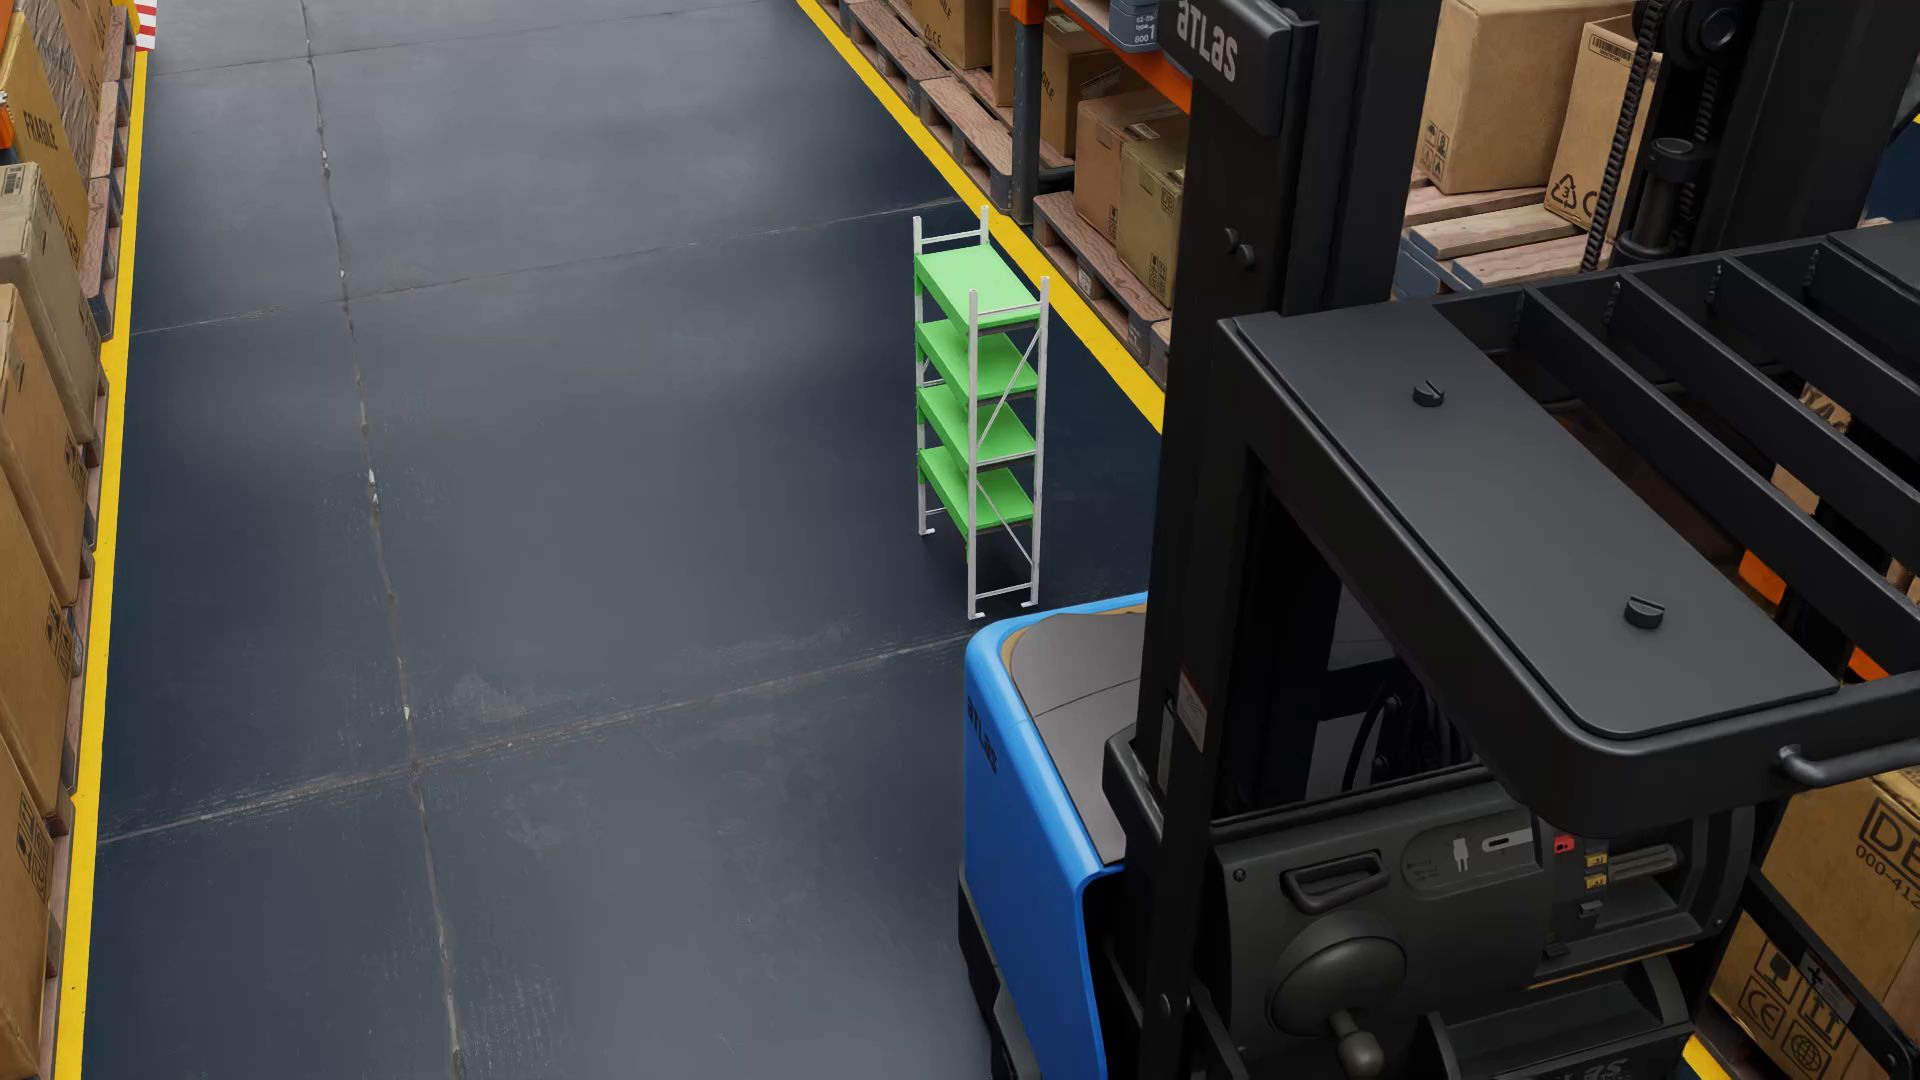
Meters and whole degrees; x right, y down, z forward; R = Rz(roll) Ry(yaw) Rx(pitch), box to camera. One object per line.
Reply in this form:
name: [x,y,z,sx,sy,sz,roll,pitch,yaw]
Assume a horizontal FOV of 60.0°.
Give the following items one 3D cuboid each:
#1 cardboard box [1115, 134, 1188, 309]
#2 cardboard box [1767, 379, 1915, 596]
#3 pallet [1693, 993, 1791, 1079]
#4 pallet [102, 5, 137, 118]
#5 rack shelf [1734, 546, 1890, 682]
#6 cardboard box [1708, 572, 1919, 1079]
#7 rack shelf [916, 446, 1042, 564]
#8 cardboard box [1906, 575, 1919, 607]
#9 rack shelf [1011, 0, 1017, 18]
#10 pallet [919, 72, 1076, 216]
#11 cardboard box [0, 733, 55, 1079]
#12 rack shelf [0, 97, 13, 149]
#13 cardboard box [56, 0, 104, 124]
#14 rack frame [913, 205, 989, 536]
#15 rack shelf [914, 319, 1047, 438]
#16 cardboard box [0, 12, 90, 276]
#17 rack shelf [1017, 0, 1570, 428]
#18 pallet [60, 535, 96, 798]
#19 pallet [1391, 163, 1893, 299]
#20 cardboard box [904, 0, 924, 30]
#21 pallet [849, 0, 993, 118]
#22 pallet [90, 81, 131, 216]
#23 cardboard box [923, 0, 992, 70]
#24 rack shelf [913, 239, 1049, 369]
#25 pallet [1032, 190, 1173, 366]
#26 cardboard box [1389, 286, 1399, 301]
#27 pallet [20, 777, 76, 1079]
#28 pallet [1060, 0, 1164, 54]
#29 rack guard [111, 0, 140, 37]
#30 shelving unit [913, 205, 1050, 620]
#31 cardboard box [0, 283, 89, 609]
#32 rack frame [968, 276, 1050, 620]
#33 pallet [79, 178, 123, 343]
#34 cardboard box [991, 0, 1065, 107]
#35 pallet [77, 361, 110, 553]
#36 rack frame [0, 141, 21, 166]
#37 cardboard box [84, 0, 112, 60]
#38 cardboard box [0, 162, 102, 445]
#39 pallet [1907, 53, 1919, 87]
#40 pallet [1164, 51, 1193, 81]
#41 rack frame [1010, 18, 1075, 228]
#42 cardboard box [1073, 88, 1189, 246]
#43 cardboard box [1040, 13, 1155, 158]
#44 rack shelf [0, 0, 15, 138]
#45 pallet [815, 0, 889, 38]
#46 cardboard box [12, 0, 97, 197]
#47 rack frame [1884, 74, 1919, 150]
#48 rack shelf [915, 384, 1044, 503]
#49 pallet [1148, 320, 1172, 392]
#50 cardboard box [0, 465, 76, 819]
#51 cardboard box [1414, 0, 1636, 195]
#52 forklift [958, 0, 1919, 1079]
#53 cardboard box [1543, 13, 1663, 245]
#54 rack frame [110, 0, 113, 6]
cardboard box: [1.063,-1.327,6.730,0.700,0.500,0.500,-13,39,-16]
cardboard box: [2.013,-0.224,3.471,0.500,0.500,0.500,-11,38,-15]
pallet: [2.302,1.060,4.167,1.003,0.211,1.213,-12,39,-16]
pallet: [-4.995,-2.515,8.913,1.003,0.211,1.213,-12,39,-16]
rack shelf: [2.790,0.903,2.657,1.077,0.370,4.000,-12,39,-16]
cardboard box: [2.320,0.561,3.930,1.225,0.875,0.875,-14,39,-18]
rack shelf: [0.057,-0.143,5.448,0.258,0.148,0.480,-12,39,-16]
cardboard box: [2.193,0.067,3.084,0.500,0.500,0.500,-13,39,-17]
rack shelf: [0.037,-3.617,8.656,1.077,0.370,4.000,-12,39,-16]
pallet: [0.461,-2.032,8.273,1.003,0.211,1.213,-12,39,-16]
cardboard box: [-2.715,0.823,3.684,1.050,0.750,0.750,-13,39,-17]
rack shelf: [-3.278,-0.387,4.369,1.077,0.370,4.000,-12,39,-16]
cardboard box: [-4.743,-2.517,8.015,0.875,0.875,0.875,-13,39,-17]
rack frame: [-0.027,-0.524,5.448,0.240,1.200,0.015,-12,39,-16]
rack shelf: [0.057,-0.526,5.159,0.258,0.148,0.480,-12,39,-16]
cardboard box: [-4.117,-1.493,6.656,0.875,0.875,0.875,-12,39,-15]
rack shelf: [1.413,-1.357,5.656,1.077,0.370,4.000,-12,39,-16]
pallet: [-3.207,0.420,5.017,1.003,0.211,1.213,-12,39,-16]
pallet: [1.756,-0.818,4.503,1.213,0.211,1.003,-12,39,-16]
cardboard box: [-0.017,-3.159,9.179,0.500,0.500,0.500,-9,38,-12]
pallet: [0.037,-2.723,9.189,1.003,0.211,1.213,-12,39,-16]
pallet: [-4.579,-1.827,8.000,1.003,0.211,1.213,-12,39,-16]
cardboard box: [0.133,-2.834,8.748,0.500,0.500,0.500,-16,40,-20]
rack shelf: [0.057,-0.718,5.015,0.258,0.148,0.480,-12,39,-16]
pallet: [0.994,-1.221,7.195,1.003,0.211,1.213,-12,39,-16]
cardboard box: [1.651,-0.661,5.223,0.500,0.250,0.500,-8,38,-11]
pallet: [-2.791,1.108,4.103,1.003,0.211,1.213,-12,39,-16]
pallet: [0.852,-2.236,6.384,1.003,0.211,1.213,-12,39,-16]
rack guard: [-5.351,-3.079,9.422,1.175,0.500,0.348,-12,39,-16]
shelving unit: [0.057,-0.386,5.265,0.258,1.200,0.503,-12,39,-16]
cardboard box: [-3.340,-0.196,5.038,1.050,0.750,0.750,-12,39,-16]
rack frame: [0.141,-0.248,5.082,0.240,1.200,0.015,-12,39,-16]
pallet: [-4.155,-1.136,7.083,1.003,0.211,1.213,-12,39,-16]
cardboard box: [0.421,-2.500,8.304,0.500,0.500,0.500,-1,37,-1]
pallet: [-3.630,-0.270,5.933,1.003,0.211,1.213,-12,39,-16]
rack frame: [-3.967,-1.804,5.652,1.000,3.000,0.127,-12,39,-16]
cardboard box: [-5.048,-3.014,8.675,0.875,0.875,0.875,-12,39,-16]
cardboard box: [-3.669,-0.741,5.762,1.050,0.750,0.750,-13,39,-16]
pallet: [5.682,-2.250,8.562,1.003,0.211,1.213,-12,39,-16]
pallet: [1.382,-1.548,5.471,1.003,0.211,1.213,-12,39,-16]
rack frame: [0.725,-2.774,6.940,1.000,3.000,0.127,-12,39,-16]
cardboard box: [0.916,-1.600,7.093,0.700,0.500,0.500,-15,40,-19]
cardboard box: [0.625,-2.178,7.877,0.500,0.500,0.500,-14,39,-17]
rack shelf: [-4.655,-2.647,7.369,1.077,0.370,4.000,-12,39,-16]
pallet: [-0.379,-3.411,10.103,1.003,0.211,1.213,-12,39,-16]
cardboard box: [-4.431,-2.002,7.331,0.875,0.875,0.875,-12,39,-16]
rack frame: [2.102,-0.515,3.940,1.000,3.000,0.127,-12,39,-16]
rack shelf: [0.057,-0.335,5.303,0.258,0.148,0.480,-12,39,-16]
pallet: [1.418,-0.531,6.279,1.003,0.211,1.213,-12,39,-16]
cardboard box: [-3.019,0.330,4.339,1.050,0.750,0.750,-12,39,-15]
cardboard box: [1.592,-1.314,4.569,0.700,0.500,0.500,-7,38,-9]
forklift: [0.908,0.642,2.461,1.130,2.935,3.031,-10,38,-13]
cardboard box: [1.878,-1.019,4.178,0.500,0.500,0.500,-17,40,-21]
rack frame: [-5.343,-4.064,8.652,1.000,3.000,0.127,-12,39,-16]
